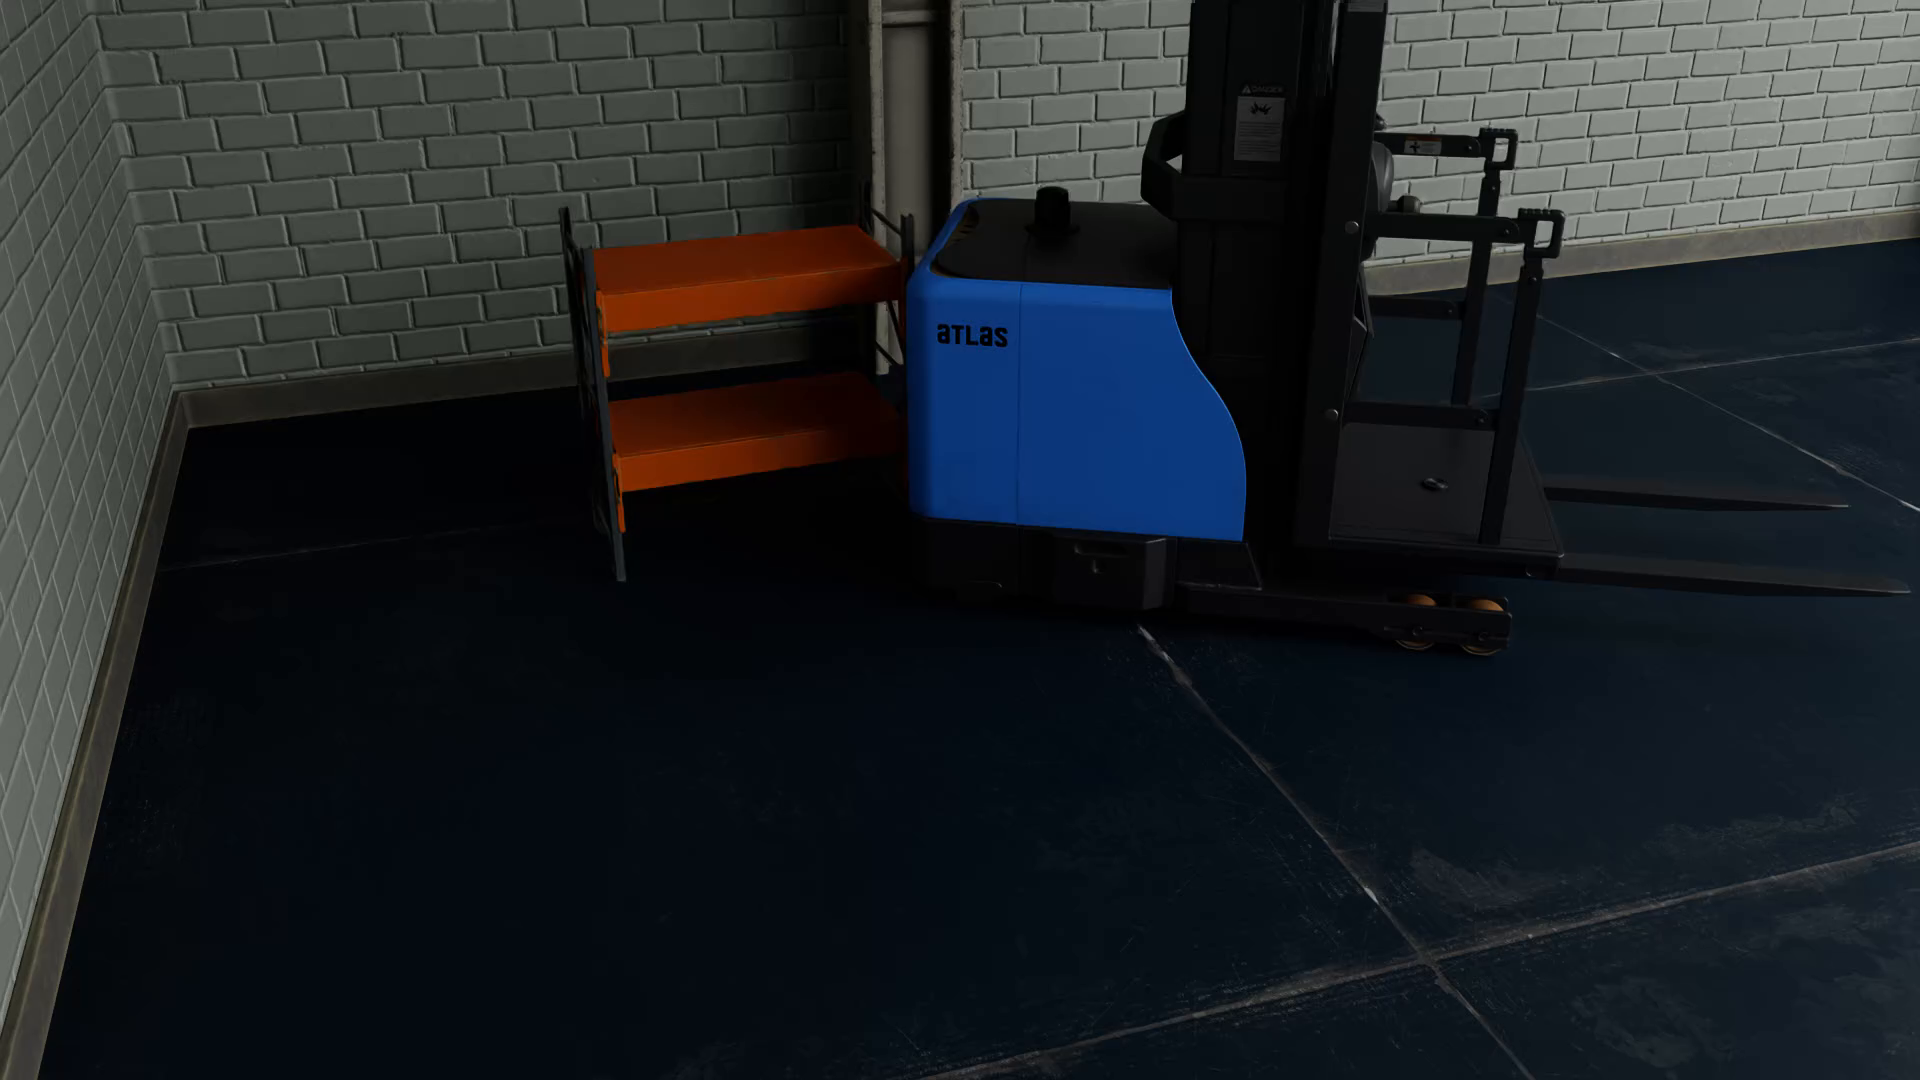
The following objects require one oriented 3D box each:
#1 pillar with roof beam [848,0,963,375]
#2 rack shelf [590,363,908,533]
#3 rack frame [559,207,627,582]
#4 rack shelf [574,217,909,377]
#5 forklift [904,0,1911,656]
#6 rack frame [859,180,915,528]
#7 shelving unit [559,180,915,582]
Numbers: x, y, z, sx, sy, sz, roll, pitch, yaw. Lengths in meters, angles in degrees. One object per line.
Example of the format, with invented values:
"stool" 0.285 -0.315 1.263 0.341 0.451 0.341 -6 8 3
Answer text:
"pillar with roof beam" 1.111 -3.016 1.706 0.400 9.000 9.100 -8 28 -16
"rack shelf" -0.724 -0.331 5.701 1.000 0.278 0.538 -9 28 -18
"rack frame" -1.200 -0.471 5.434 0.032 1.125 0.500 -9 28 -18
"rack shelf" -0.724 -0.812 5.462 1.000 0.278 0.538 -9 28 -18
"forklift" 1.390 -1.218 4.908 3.031 2.935 1.130 4 27 9
"rack frame" -0.247 -0.628 5.751 0.032 1.125 0.500 -9 28 -18
"shelving unit" -0.724 -0.550 5.592 1.048 1.125 0.538 -9 28 -18
